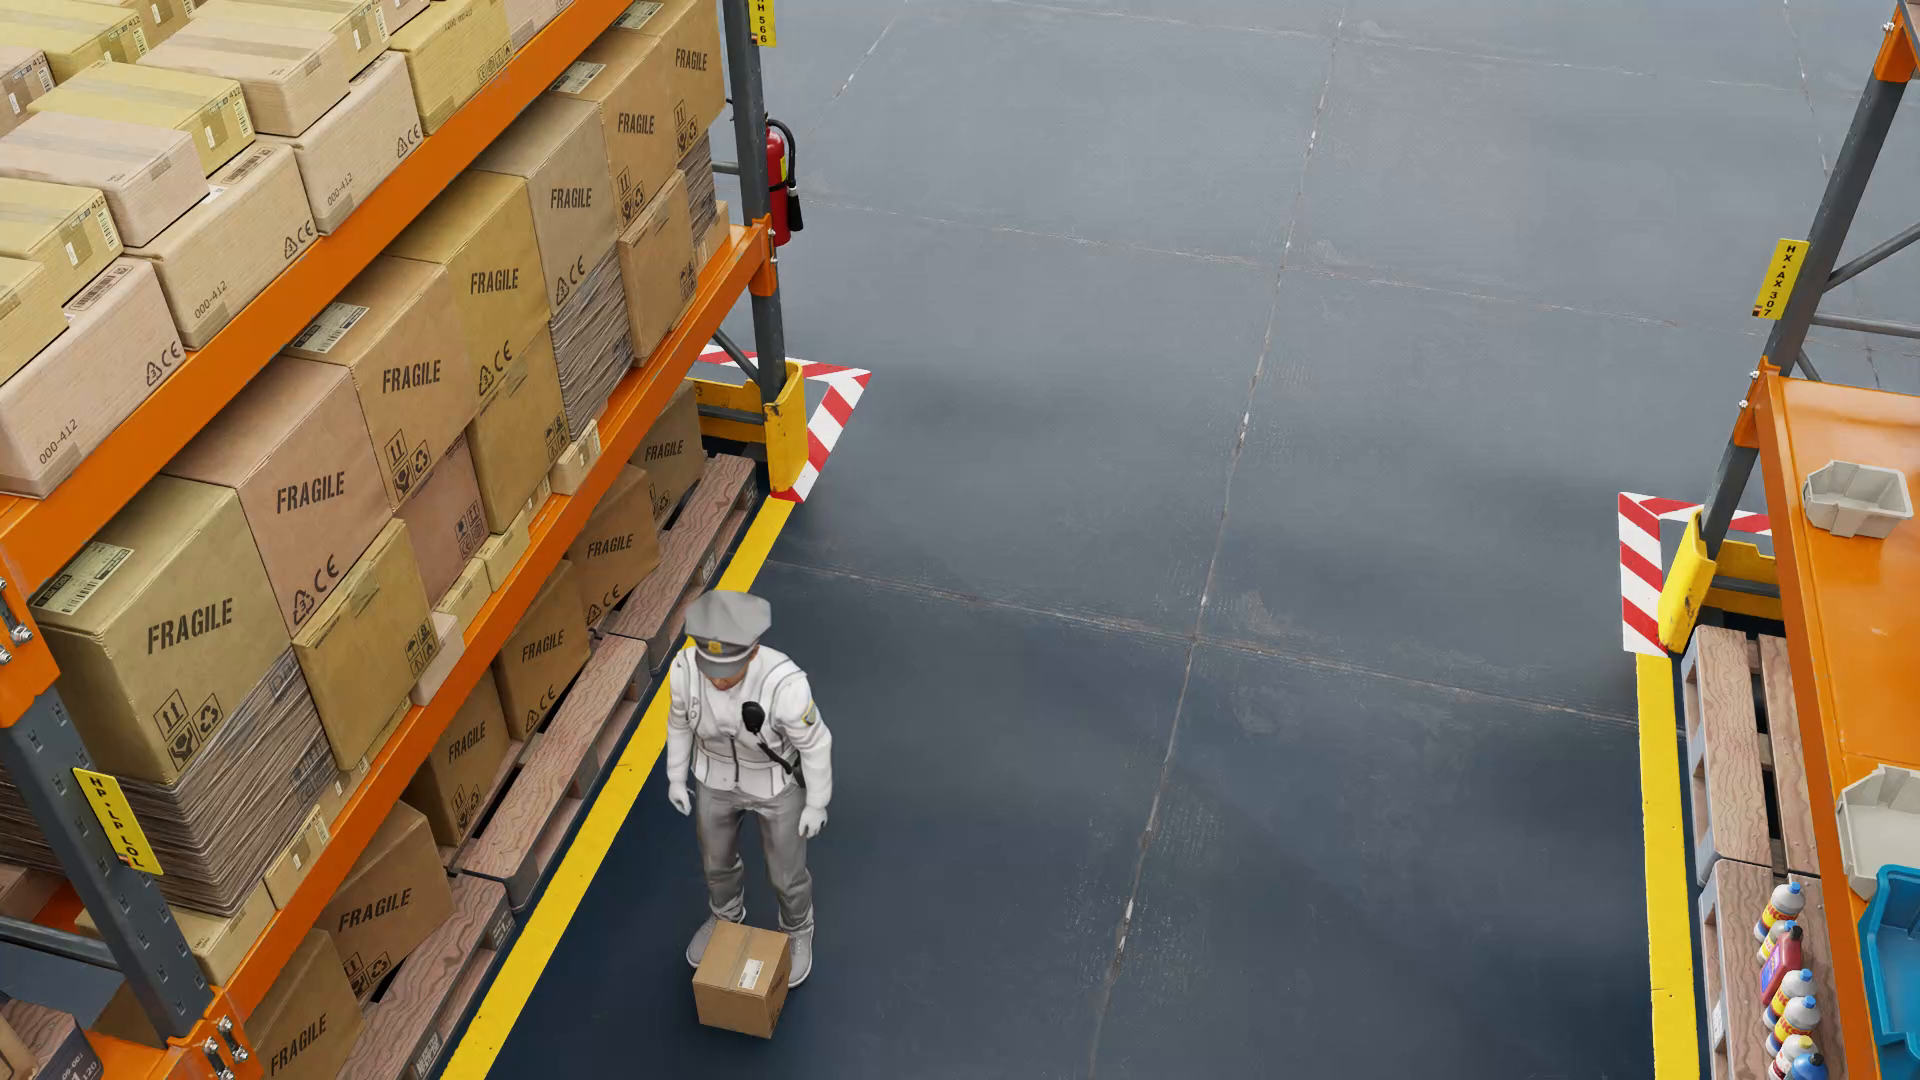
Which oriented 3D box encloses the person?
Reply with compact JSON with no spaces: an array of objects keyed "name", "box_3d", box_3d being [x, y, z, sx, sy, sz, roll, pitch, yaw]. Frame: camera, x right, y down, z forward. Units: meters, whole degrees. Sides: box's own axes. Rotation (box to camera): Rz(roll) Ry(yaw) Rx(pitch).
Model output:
[{"name":"person","box_3d":[-0.664,0.786,5.260,0.538,1.663,0.378,9,42,10]}]
